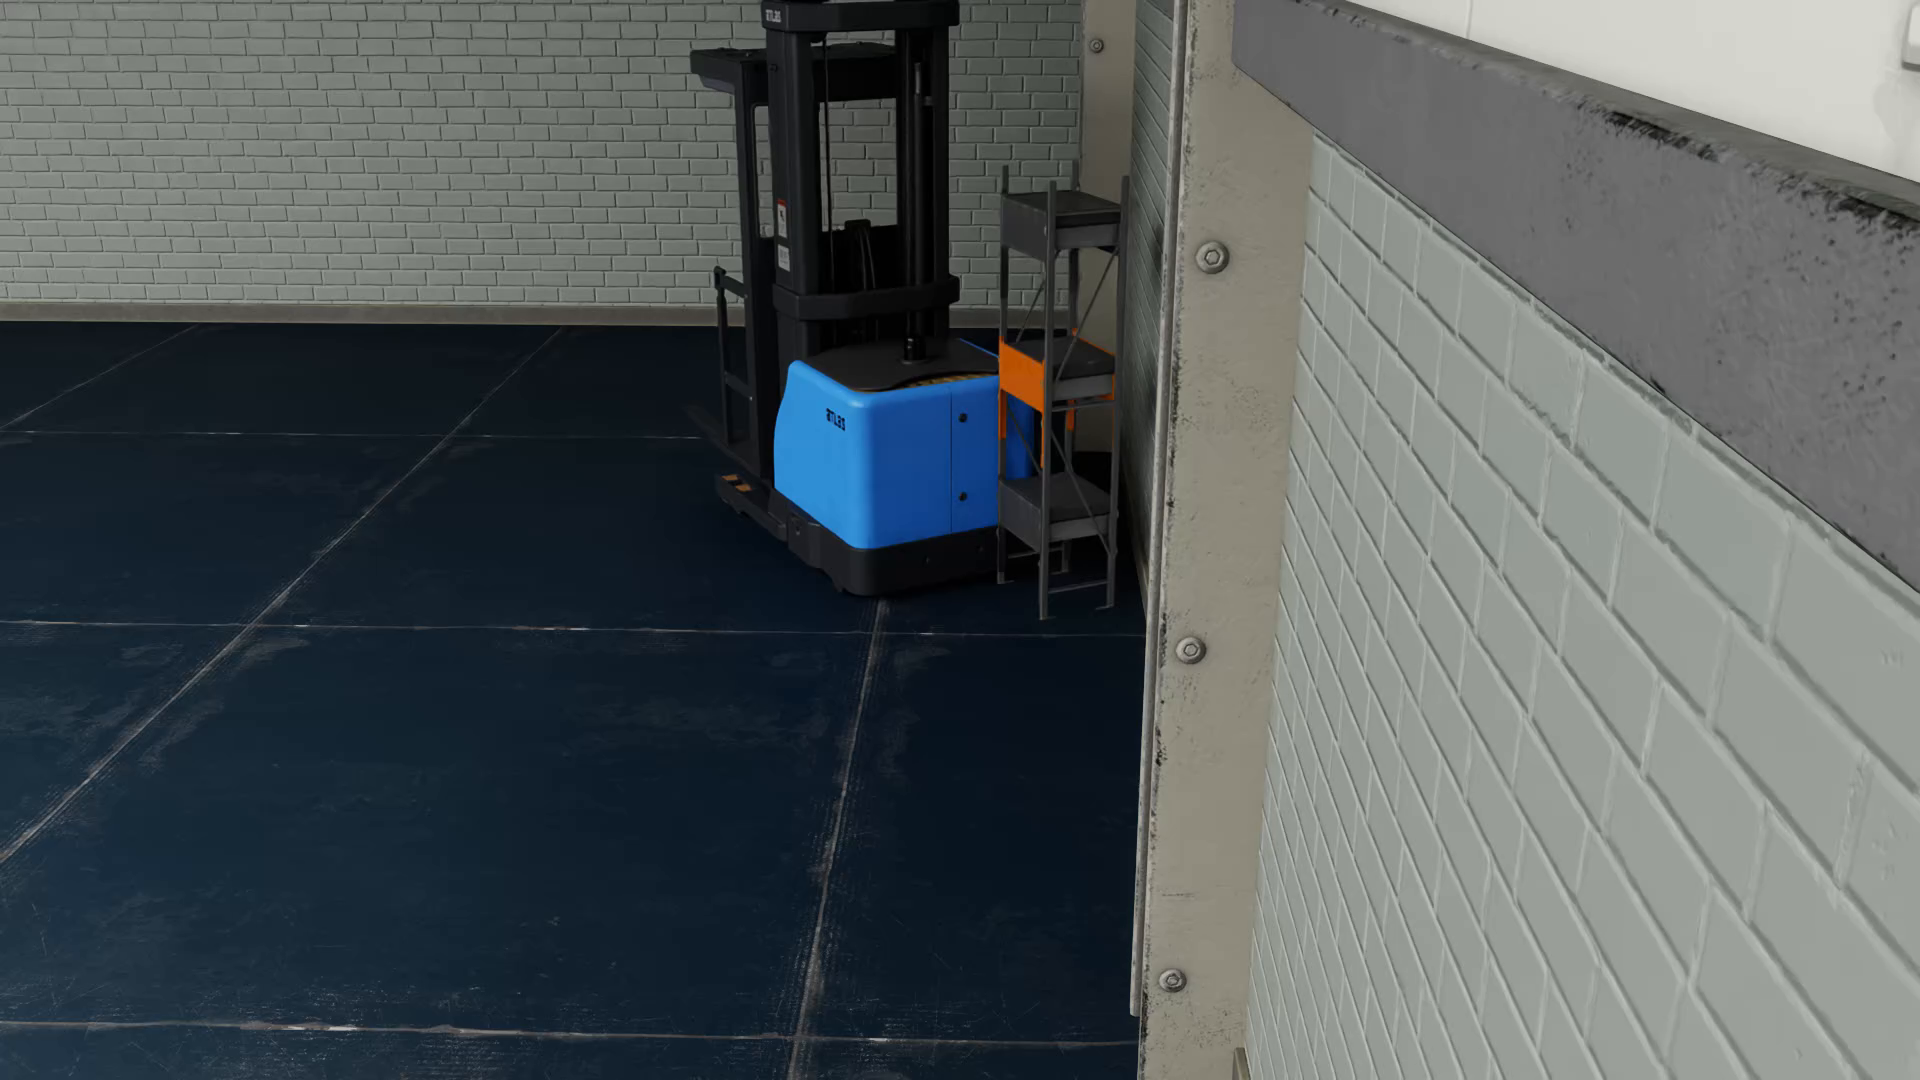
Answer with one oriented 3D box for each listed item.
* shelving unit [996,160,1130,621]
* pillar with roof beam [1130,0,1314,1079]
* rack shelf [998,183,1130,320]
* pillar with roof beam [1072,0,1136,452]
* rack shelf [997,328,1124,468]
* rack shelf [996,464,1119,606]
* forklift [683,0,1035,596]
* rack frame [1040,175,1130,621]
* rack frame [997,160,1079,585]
[{"bbox_3d":[0.473,-0.700,7.930,0.431,2.100,0.503,-9,23,-22],"label":"shelving unit"},{"bbox_3d":[-3.619,-2.703,3.556,9.100,9.000,0.400,1,21,2],"label":"pillar with roof beam"},{"bbox_3d":[0.473,-1.340,7.682,0.431,0.518,0.480,-9,23,-22],"label":"rack shelf"},{"bbox_3d":[-3.436,-4.873,9.147,9.100,9.000,0.400,1,21,2],"label":"pillar with roof beam"},{"bbox_3d":[0.473,-0.687,7.935,0.431,0.518,0.480,-9,23,-22],"label":"rack shelf"},{"bbox_3d":[0.473,-0.035,8.189,0.431,0.518,0.480,-9,23,-22],"label":"rack shelf"},{"bbox_3d":[-0.753,-1.584,9.060,1.130,2.935,3.031,-11,24,-26],"label":"forklift"},{"bbox_3d":[0.571,-0.619,7.722,0.400,2.100,0.015,-9,23,-22],"label":"rack frame"},{"bbox_3d":[0.375,-0.781,8.139,0.400,2.100,0.015,-9,23,-22],"label":"rack frame"}]
